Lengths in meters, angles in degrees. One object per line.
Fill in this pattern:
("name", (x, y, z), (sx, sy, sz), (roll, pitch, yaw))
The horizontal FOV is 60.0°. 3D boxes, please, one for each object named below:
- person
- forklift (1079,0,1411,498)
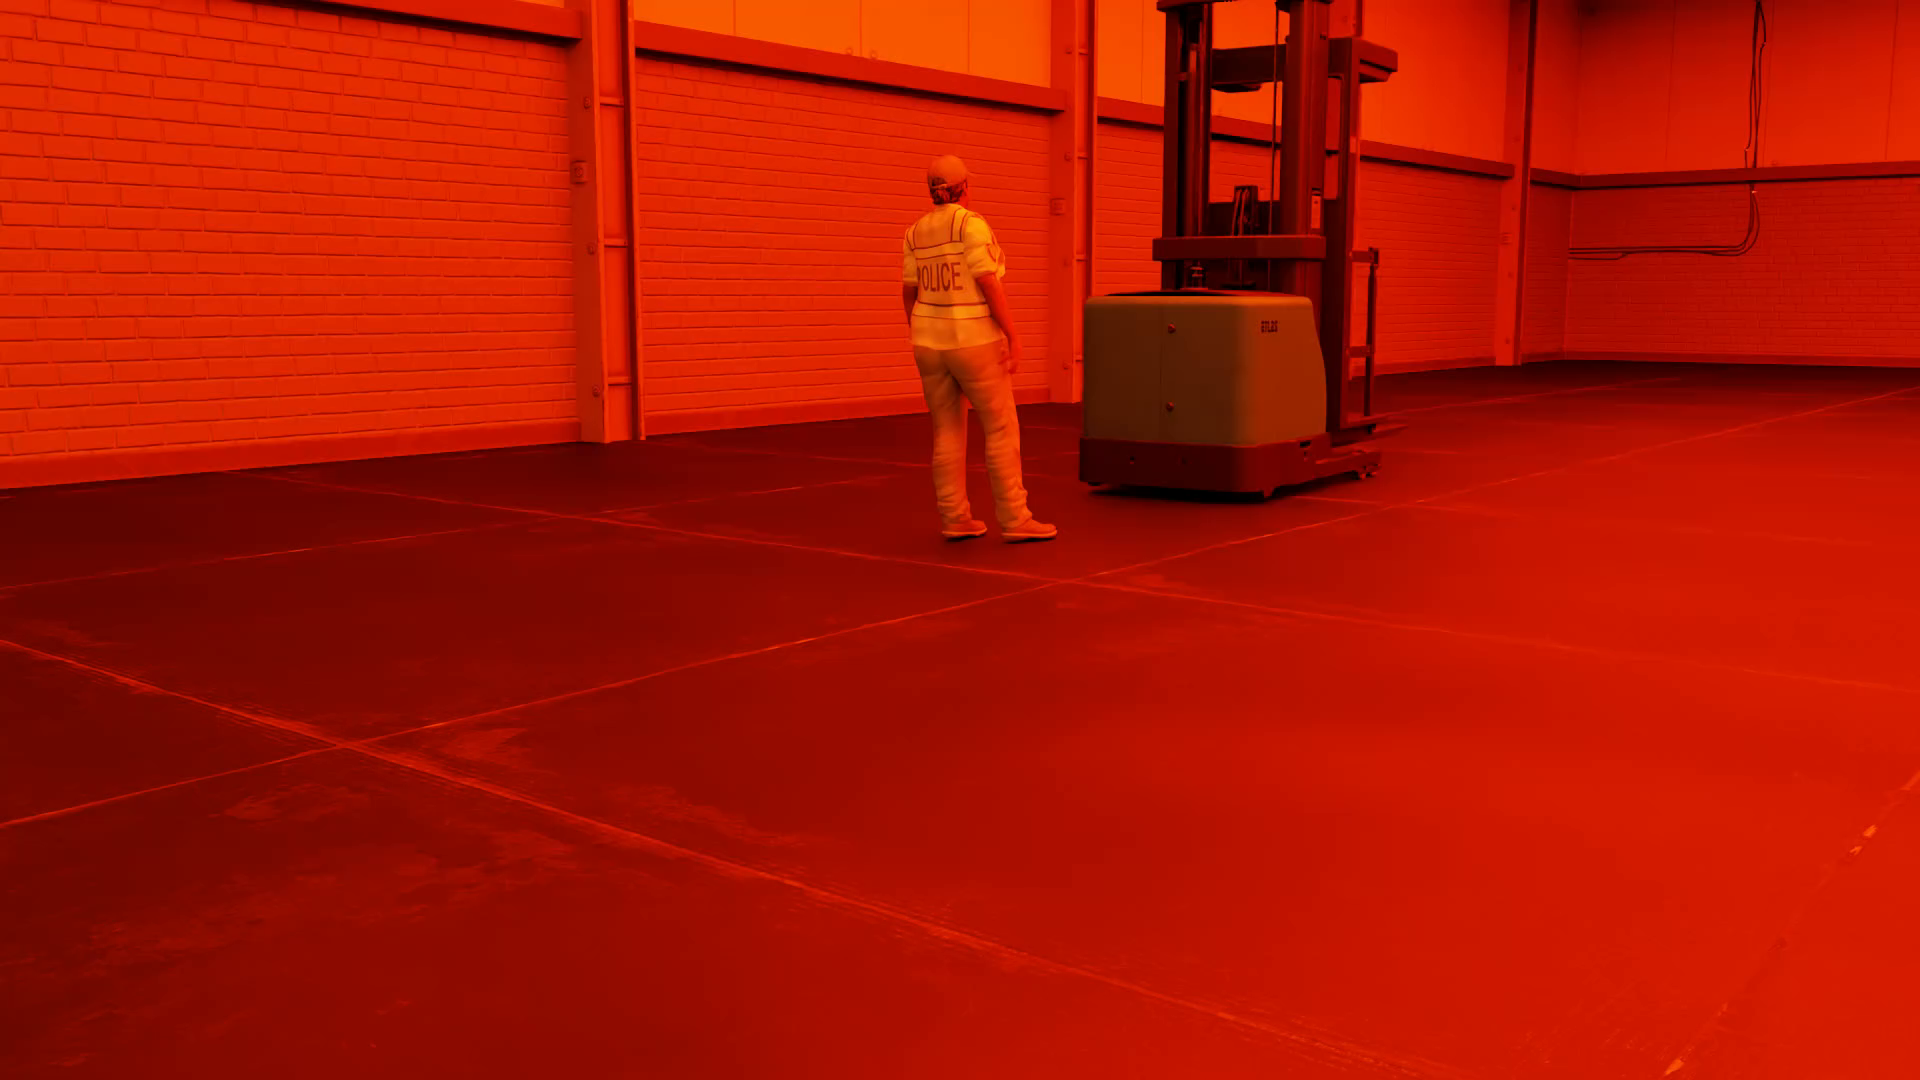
("person", (0.066, -0.839, 7.328), (0.599, 1.670, 0.529), (7, 11, 38))
("forklift", (1.889, -1.841, 9.863), (1.130, 2.935, 3.031), (6, 10, 33))
